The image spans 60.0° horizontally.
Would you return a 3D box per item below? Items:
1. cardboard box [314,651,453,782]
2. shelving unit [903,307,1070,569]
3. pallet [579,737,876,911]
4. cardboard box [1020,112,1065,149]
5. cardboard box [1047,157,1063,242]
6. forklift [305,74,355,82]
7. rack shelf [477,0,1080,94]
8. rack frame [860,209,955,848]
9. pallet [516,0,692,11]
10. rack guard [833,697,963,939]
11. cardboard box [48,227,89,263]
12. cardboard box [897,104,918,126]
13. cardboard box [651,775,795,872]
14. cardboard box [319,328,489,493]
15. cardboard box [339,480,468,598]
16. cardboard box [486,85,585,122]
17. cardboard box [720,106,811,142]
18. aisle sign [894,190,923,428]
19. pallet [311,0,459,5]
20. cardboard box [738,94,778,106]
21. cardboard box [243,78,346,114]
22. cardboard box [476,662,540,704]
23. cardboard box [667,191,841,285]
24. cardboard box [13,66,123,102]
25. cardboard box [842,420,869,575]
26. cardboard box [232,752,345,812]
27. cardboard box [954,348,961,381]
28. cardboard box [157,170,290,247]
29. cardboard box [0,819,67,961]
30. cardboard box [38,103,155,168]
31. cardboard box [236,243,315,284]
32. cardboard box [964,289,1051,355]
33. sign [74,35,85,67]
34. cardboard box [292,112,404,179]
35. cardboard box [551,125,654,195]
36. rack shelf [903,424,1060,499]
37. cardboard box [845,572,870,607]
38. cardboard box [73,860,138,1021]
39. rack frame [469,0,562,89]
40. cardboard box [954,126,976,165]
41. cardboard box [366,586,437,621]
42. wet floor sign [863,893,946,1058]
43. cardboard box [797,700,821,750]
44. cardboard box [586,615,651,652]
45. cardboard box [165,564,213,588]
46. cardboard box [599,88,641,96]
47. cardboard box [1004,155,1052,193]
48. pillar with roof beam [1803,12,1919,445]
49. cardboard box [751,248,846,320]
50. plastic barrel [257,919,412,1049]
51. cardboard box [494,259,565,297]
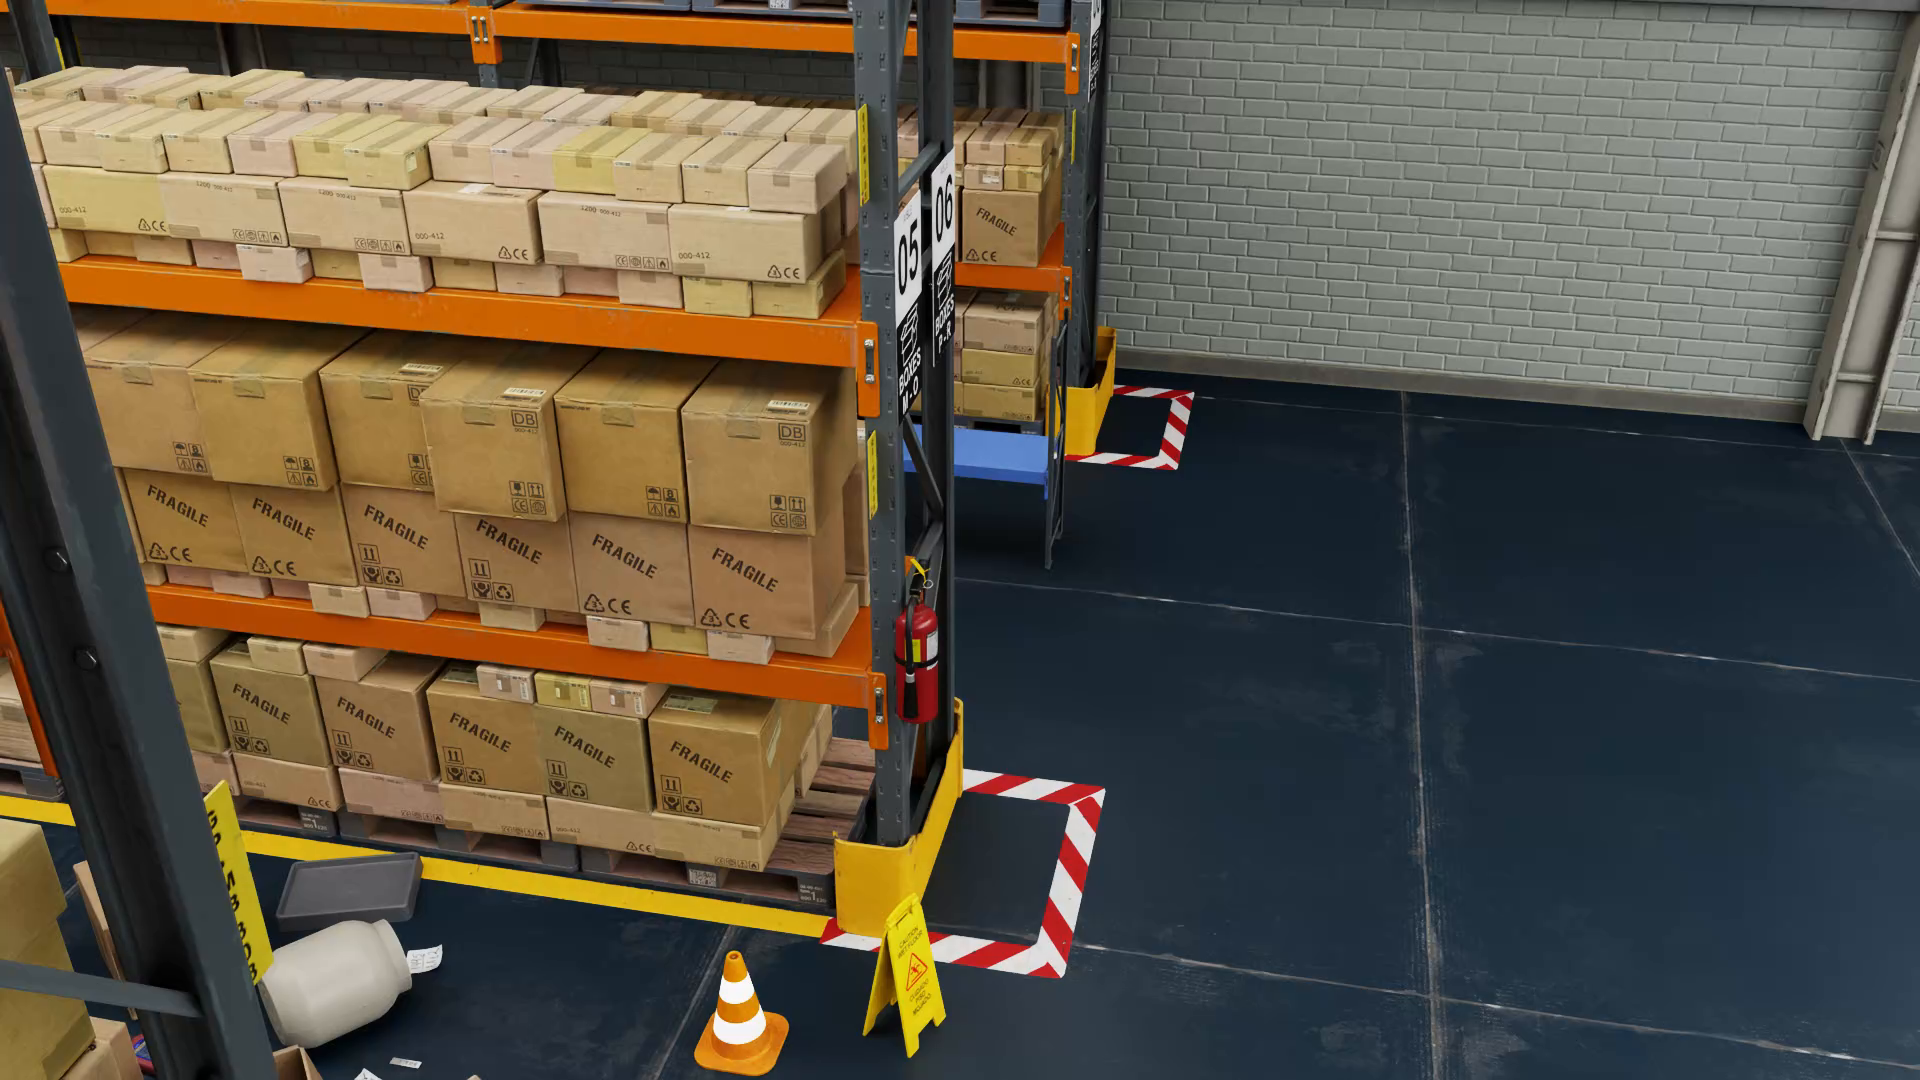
[{"bbox_3d":[-2.548,0.726,7.607,0.500,0.500,0.500,7,30,13],"label":"cardboard box"},{"bbox_3d":[0.083,-0.649,10.036,1.048,1.500,0.538,6,29,11],"label":"shelving unit"},{"bbox_3d":[-1.051,1.265,7.881,1.213,0.211,1.003,6,29,11],"label":"pallet"},{"bbox_3d":[0.560,-2.777,11.271,0.250,0.149,0.380,5,29,10],"label":"cardboard box"},{"bbox_3d":[0.417,-2.408,11.582,0.500,0.500,0.500,7,29,12],"label":"cardboard box"},{"bbox_3d":[-3.581,-0.895,8.994,3.031,2.935,1.130,-20,35,-32],"label":"forklift"},{"bbox_3d":[-1.112,-3.385,11.096,4.000,0.370,1.077,6,29,11],"label":"rack shelf"},{"bbox_3d":[-0.189,0.148,7.019,0.127,3.000,1.000,6,29,11],"label":"rack frame"},{"bbox_3d":[-2.229,-3.788,11.177,1.213,0.211,1.003,6,29,11],"label":"pallet"},{"bbox_3d":[-0.264,1.236,7.633,0.348,0.500,1.175,6,29,11],"label":"rack guard"},{"bbox_3d":[-3.604,-1.259,6.726,0.250,0.149,0.380,6,29,11],"label":"cardboard box"},{"bbox_3d":[-0.452,-2.885,11.469,0.250,0.149,0.380,7,29,12],"label":"cardboard box"},{"bbox_3d":[-1.059,1.212,7.500,0.500,0.250,0.500,6,29,10],"label":"cardboard box"},{"bbox_3d":[-2.207,-0.586,6.904,0.500,0.500,0.700,6,29,10],"label":"cardboard box"},{"bbox_3d":[-2.247,-0.116,7.086,0.500,0.500,0.500,6,29,11],"label":"cardboard box"},{"bbox_3d":[-1.706,-1.716,6.730,0.250,0.149,0.380,7,29,12],"label":"cardboard box"},{"bbox_3d":[-0.744,-1.557,6.440,0.250,0.149,0.380,6,29,10],"label":"cardboard box"},{"bbox_3d":[-0.189,-0.850,6.134,0.004,0.787,0.394,6,29,11],"label":"aisle sign"},{"bbox_3d":[-3.933,-3.899,11.486,1.217,0.209,0.805,5,29,9],"label":"pallet"},{"bbox_3d":[-1.447,-3.010,11.697,0.250,0.149,0.380,6,29,10],"label":"cardboard box"},{"bbox_3d":[-2.723,-1.782,6.852,0.250,0.149,0.380,5,29,10],"label":"cardboard box"},{"bbox_3d":[-1.903,0.539,7.274,0.250,0.149,0.380,7,29,13],"label":"cardboard box"},{"bbox_3d":[-0.746,-1.158,6.126,0.500,0.250,0.500,5,29,10],"label":"cardboard box"},{"bbox_3d":[-3.746,-1.880,7.029,0.250,0.149,0.380,6,29,12],"label":"cardboard box"},{"bbox_3d":[-0.595,-0.204,7.248,0.500,0.500,0.500,5,29,10],"label":"cardboard box"},{"bbox_3d":[-3.056,1.003,7.883,0.500,0.250,0.500,8,30,13],"label":"cardboard box"},{"bbox_3d":[-0.186,-1.339,11.639,0.500,0.250,0.500,6,29,10],"label":"cardboard box"},{"bbox_3d":[-2.735,-1.358,6.491,0.500,0.250,0.500,6,29,11],"label":"cardboard box"},{"bbox_3d":[-1.384,0.516,2.112,0.250,0.149,0.380,6,29,11],"label":"cardboard box"},{"bbox_3d":[-3.344,-1.581,6.484,0.250,0.149,0.380,5,29,9],"label":"cardboard box"},{"bbox_3d":[-2.605,-1.142,6.513,0.250,0.149,0.380,5,29,10],"label":"cardboard box"},{"bbox_3d":[0.328,-1.500,11.413,0.500,0.250,0.500,7,29,12],"label":"cardboard box"},{"bbox_3d":[-6.867,-3.755,12.941,0.005,0.325,0.100,6,29,11],"label":"sign"},{"bbox_3d":[-2.324,-1.507,6.348,0.250,0.149,0.380,6,29,12],"label":"cardboard box"},{"bbox_3d":[-1.317,-1.413,6.178,0.250,0.149,0.380,6,29,11],"label":"cardboard box"},{"bbox_3d":[0.083,-0.492,10.123,1.000,0.185,0.538,6,29,11],"label":"rack shelf"},{"bbox_3d":[-0.478,0.127,7.319,0.250,0.149,0.380,6,29,11],"label":"cardboard box"},{"bbox_3d":[-3.337,1.588,6.988,0.500,0.500,0.500,-21,35,-33],"label":"cardboard box"},{"bbox_3d":[-3.068,-2.585,12.010,0.127,3.000,1.000,6,29,11],"label":"rack frame"},{"bbox_3d":[-0.060,-2.603,10.954,0.250,0.149,0.380,7,29,12],"label":"cardboard box"},{"bbox_3d":[-2.359,0.184,7.214,0.250,0.149,0.380,6,29,10],"label":"cardboard box"},{"bbox_3d":[-0.227,1.702,6.631,0.232,0.644,0.267,17,33,28],"label":"wet floor sign"},{"bbox_3d":[-0.944,0.628,7.787,0.500,0.500,0.500,5,29,9],"label":"cardboard box"},{"bbox_3d":[-1.375,0.300,7.002,0.250,0.149,0.380,6,29,11],"label":"cardboard box"},{"bbox_3d":[-3.336,0.052,7.455,0.250,0.149,0.380,6,29,10],"label":"cardboard box"},{"bbox_3d":[-2.456,-3.109,11.878,0.250,0.149,0.380,5,29,9],"label":"cardboard box"},{"bbox_3d":[0.446,-2.415,10.921,0.250,0.149,0.380,6,29,11],"label":"cardboard box"},{"bbox_3d":[5.320,-2.685,5.945,0.400,9.000,9.100,6,29,11],"label":"pillar with roof beam"},{"bbox_3d":[-0.597,-0.962,6.184,0.250,0.149,0.380,6,29,11],"label":"cardboard box"},{"bbox_3d":[-2.525,1.782,6.717,0.512,0.421,0.421,-21,35,-33],"label":"plastic barrel"},{"bbox_3d":[-1.587,-1.074,6.388,0.250,0.149,0.380,6,29,10],"label":"cardboard box"}]
